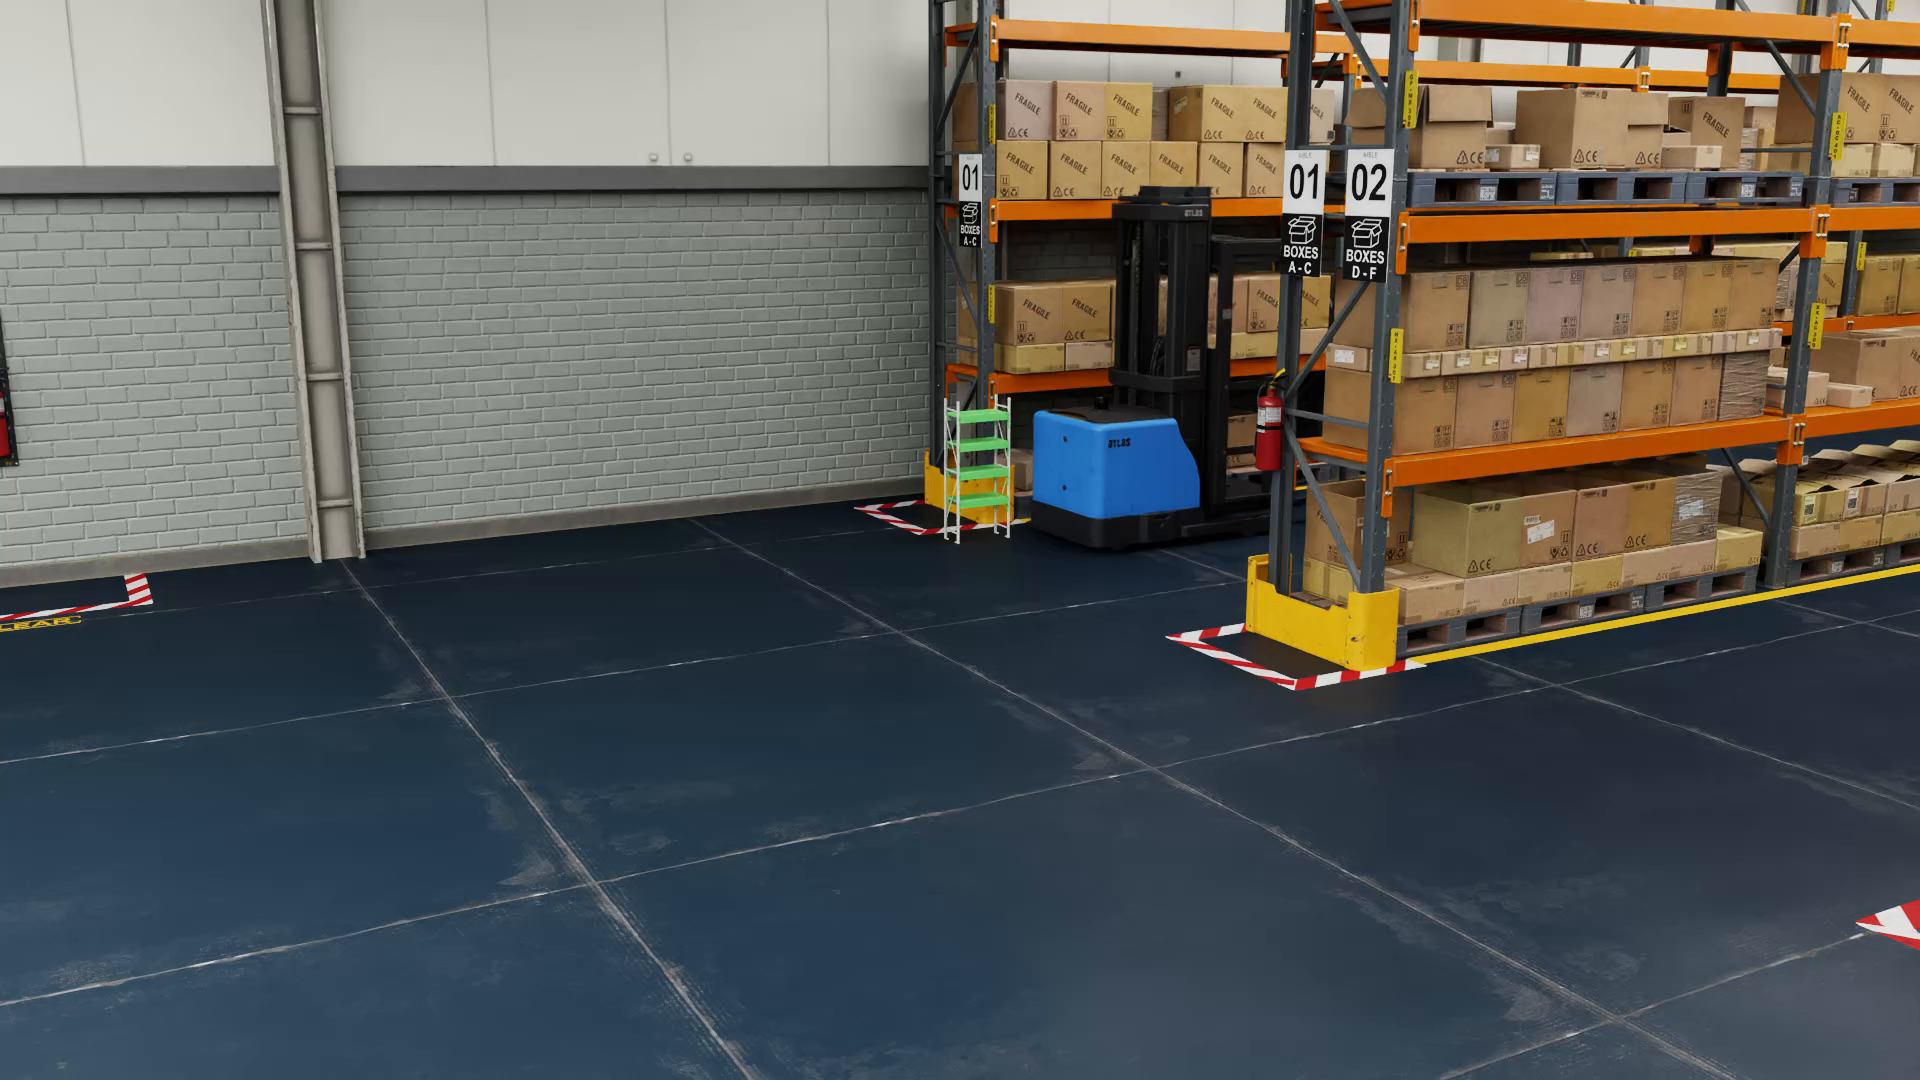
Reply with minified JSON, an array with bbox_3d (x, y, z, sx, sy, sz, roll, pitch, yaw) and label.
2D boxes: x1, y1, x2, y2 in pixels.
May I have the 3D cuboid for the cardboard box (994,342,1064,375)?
[{"bbox_3d":[0.589,-1.647,14.891,0.500,0.250,0.500,-7,15,-29],"label":"cardboard box"}]

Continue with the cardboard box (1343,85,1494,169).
[{"bbox_3d":[2.892,-2.613,10.543,0.637,0.503,0.797,-6,14,-24],"label":"cardboard box"}]

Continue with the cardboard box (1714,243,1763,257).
[{"bbox_3d":[8.906,-3.294,19.257,0.500,0.250,0.500,-7,15,-29],"label":"cardboard box"}]

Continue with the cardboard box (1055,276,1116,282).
[{"bbox_3d":[1.219,-2.219,15.727,0.500,0.500,0.500,-7,15,-29],"label":"cardboard box"}]

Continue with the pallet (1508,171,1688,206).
[{"bbox_3d":[4.091,-2.385,11.244,1.213,0.211,1.003,-7,14,-28],"label":"pallet"}]

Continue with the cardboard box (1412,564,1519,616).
[{"bbox_3d":[3.400,0.304,11.233,0.500,0.250,0.500,-7,14,-28],"label":"cardboard box"}]

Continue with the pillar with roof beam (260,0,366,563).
[{"bbox_3d":[-2.995,-3.426,8.839,0.400,9.000,9.100,-7,14,-28],"label":"pillar with roof beam"}]

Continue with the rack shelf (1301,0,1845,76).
[{"bbox_3d":[4.141,-3.357,11.080,4.000,0.370,1.077,-7,14,-28],"label":"rack shelf"}]

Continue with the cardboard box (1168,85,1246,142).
[{"bbox_3d":[2.281,-3.929,15.354,0.500,0.500,0.500,-7,15,-30],"label":"cardboard box"}]

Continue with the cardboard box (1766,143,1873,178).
[{"bbox_3d":[6.442,-2.845,12.471,0.500,0.250,0.500,-5,14,-22],"label":"cardboard box"}]

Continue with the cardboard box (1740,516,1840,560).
[{"bbox_3d":[6.369,-0.045,12.783,0.500,0.250,0.500,-7,15,-29],"label":"cardboard box"}]

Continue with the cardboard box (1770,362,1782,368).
[{"bbox_3d":[6.580,-1.249,13.133,0.258,0.266,0.396,-7,15,-29],"label":"cardboard box"}]

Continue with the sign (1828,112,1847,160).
[{"bbox_3d":[6.164,-2.834,11.681,0.005,0.325,0.100,-7,14,-28],"label":"sign"}]

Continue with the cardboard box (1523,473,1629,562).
[{"bbox_3d":[4.281,-0.166,11.613,0.500,0.500,0.500,-7,14,-28],"label":"cardboard box"}]

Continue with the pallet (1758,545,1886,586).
[{"bbox_3d":[6.525,0.089,13.234,1.213,0.211,1.003,-7,14,-28],"label":"pallet"}]

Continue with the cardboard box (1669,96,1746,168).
[{"bbox_3d":[5.328,-2.970,12.139,0.500,0.500,0.500,-6,14,-23],"label":"cardboard box"}]

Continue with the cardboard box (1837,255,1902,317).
[{"bbox_3d":[11.026,-3.183,20.737,0.700,0.700,0.980,-7,14,-27],"label":"cardboard box"}]

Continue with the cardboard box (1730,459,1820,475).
[{"bbox_3d":[6.568,-0.478,13.428,0.500,0.311,0.500,-6,14,-26],"label":"cardboard box"}]

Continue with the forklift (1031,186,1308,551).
[{"bbox_3d":[2.145,-1.551,14.326,3.031,2.935,1.130,-7,15,-29],"label":"forklift"}]

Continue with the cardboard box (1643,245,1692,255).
[{"bbox_3d":[8.024,-3.186,18.776,0.500,0.250,0.500,-7,14,-29],"label":"cardboard box"}]

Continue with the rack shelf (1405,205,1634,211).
[{"bbox_3d":[5.275,-3.464,17.475,4.000,0.370,1.077,-7,14,-28],"label":"rack shelf"}]

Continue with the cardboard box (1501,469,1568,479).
[{"bbox_3d":[4.024,-0.269,12.072,0.500,0.500,0.500,-7,14,-28],"label":"cardboard box"}]

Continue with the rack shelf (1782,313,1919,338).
[{"bbox_3d":[12.297,-2.842,21.544,4.000,0.370,1.077,-7,14,-28],"label":"rack shelf"}]

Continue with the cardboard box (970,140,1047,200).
[{"bbox_3d":[0.422,-3.229,14.521,0.500,0.500,0.500,-6,14,-26],"label":"cardboard box"}]

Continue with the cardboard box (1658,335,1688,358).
[{"bbox_3d":[4.867,-1.375,11.684,0.250,0.149,0.380,-7,14,-28],"label":"cardboard box"}]

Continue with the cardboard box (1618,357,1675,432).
[{"bbox_3d":[4.608,-1.079,11.843,0.500,0.500,0.700,-7,14,-27],"label":"cardboard box"}]

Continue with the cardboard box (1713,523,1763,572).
[{"bbox_3d":[5.594,0.041,12.402,0.500,0.250,0.500,-7,14,-28],"label":"cardboard box"}]

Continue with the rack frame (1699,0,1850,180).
[{"bbox_3d":[5.897,-4.114,11.892,0.127,3.000,1.000,-7,14,-28],"label":"rack frame"}]

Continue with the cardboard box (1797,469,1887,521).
[{"bbox_3d":[6.821,-0.371,12.954,0.500,0.311,0.500,-7,14,-29],"label":"cardboard box"}]

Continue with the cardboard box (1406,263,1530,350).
[{"bbox_3d":[3.307,-1.556,11.010,0.500,0.500,0.700,-7,15,-29],"label":"cardboard box"}]

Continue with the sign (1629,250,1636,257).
[{"bbox_3d":[7.299,-2.984,18.082,0.005,0.325,0.100,-7,14,-28],"label":"sign"}]

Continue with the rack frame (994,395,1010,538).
[{"bbox_3d":[0.359,-0.628,14.169,0.015,1.200,0.240,-7,14,-28],"label":"rack frame"}]

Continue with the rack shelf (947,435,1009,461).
[{"bbox_3d":[0.145,-0.775,14.016,0.480,0.148,0.258,-7,14,-28],"label":"rack shelf"}]

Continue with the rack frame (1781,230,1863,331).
[{"bbox_3d":[10.542,-2.983,20.530,0.127,3.000,1.000,-7,14,-28],"label":"rack frame"}]

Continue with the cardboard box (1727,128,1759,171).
[{"bbox_3d":[8.789,-4.527,19.330,0.500,0.500,0.700,-7,14,-28],"label":"cardboard box"}]

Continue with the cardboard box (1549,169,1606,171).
[{"bbox_3d":[6.528,-3.864,17.771,0.500,0.311,0.500,-7,14,-28],"label":"cardboard box"}]

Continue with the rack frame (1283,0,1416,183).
[{"bbox_3d":[2.386,-3.693,10.022,0.127,3.000,1.000,-7,14,-28],"label":"rack frame"}]

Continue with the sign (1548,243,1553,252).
[{"bbox_3d":[6.762,-3.233,19.007,0.005,0.325,0.100,-7,14,-28],"label":"sign"}]

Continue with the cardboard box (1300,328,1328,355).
[{"bbox_3d":[3.249,-1.969,16.324,0.500,0.250,0.500,-7,14,-28],"label":"cardboard box"}]

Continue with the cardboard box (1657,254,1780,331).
[{"bbox_3d":[5.510,-1.821,12.184,0.500,0.500,0.700,-7,14,-28],"label":"cardboard box"}]

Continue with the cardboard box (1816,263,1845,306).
[{"bbox_3d":[10.257,-3.089,20.053,0.500,0.500,0.500,-7,15,-29],"label":"cardboard box"}]

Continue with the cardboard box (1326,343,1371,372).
[{"bbox_3d":[2.630,-1.208,10.940,0.250,0.149,0.380,-7,15,-29],"label":"cardboard box"}]

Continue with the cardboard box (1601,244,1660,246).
[{"bbox_3d":[7.761,-3.283,19.205,0.500,0.250,0.500,-7,15,-30],"label":"cardboard box"}]

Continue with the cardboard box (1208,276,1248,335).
[{"bbox_3d":[2.371,-2.230,15.772,0.500,0.500,0.500,-7,15,-29],"label":"cardboard box"}]

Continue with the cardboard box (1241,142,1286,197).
[{"bbox_3d":[2.745,-3.511,15.775,0.500,0.500,0.500,-8,15,-33],"label":"cardboard box"}]

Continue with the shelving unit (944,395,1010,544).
[{"bbox_3d":[0.145,-0.603,14.055,0.503,1.200,0.258,-7,14,-28],"label":"shelving unit"}]

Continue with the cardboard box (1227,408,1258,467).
[{"bbox_3d":[2.628,-1.019,16.497,0.500,0.500,0.500,-8,15,-32],"label":"cardboard box"}]

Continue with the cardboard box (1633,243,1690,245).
[{"bbox_3d":[8.213,-3.336,19.442,0.500,0.250,0.500,-7,15,-29],"label":"cardboard box"}]

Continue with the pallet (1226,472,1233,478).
[{"bbox_3d":[1.875,-0.574,16.178,1.213,0.211,1.003,-7,14,-28],"label":"pallet"}]

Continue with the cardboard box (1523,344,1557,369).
[{"bbox_3d":[3.739,-1.240,11.081,0.250,0.149,0.380,-7,15,-30],"label":"cardboard box"}]
